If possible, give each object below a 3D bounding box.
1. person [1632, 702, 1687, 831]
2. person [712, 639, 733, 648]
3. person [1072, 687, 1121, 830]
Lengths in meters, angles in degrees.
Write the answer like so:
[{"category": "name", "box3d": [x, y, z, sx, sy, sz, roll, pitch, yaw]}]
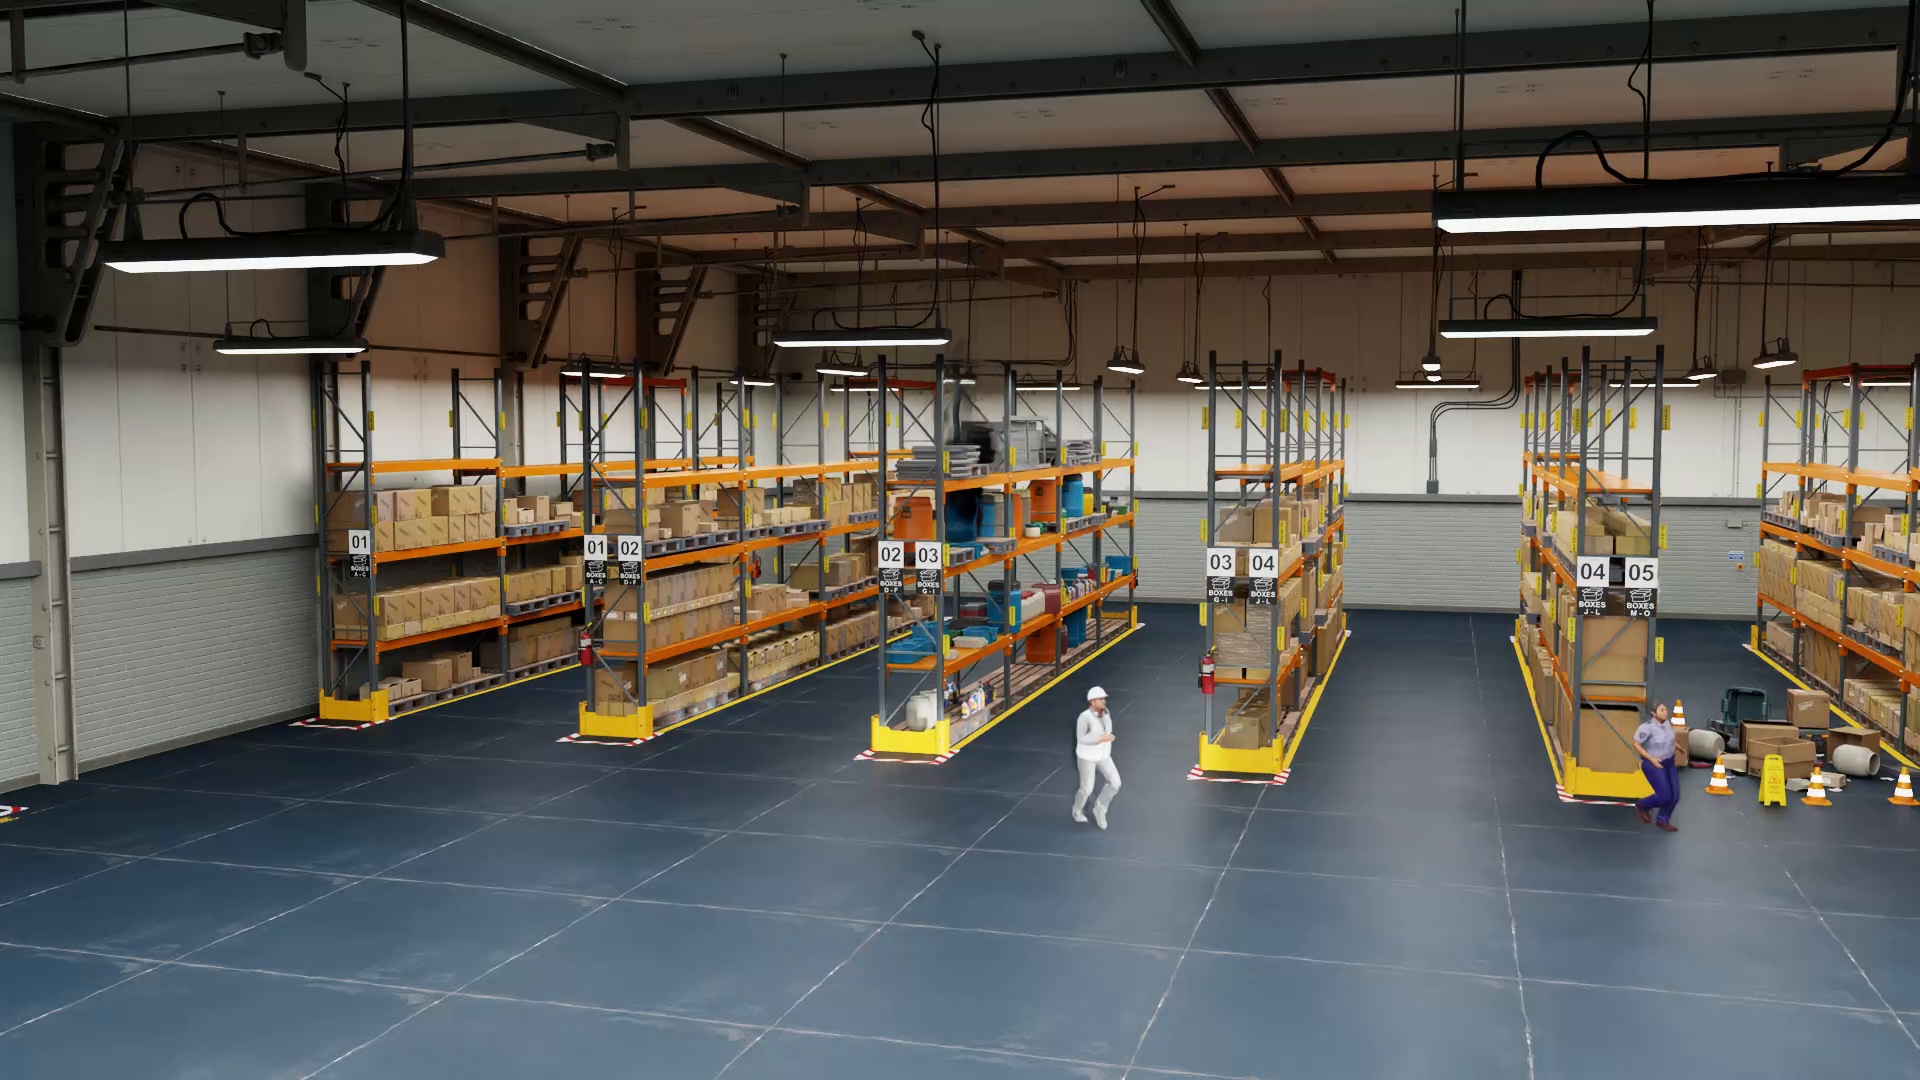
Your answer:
[{"category": "person", "box3d": [8.533, 2.763, 20.330, 0.626, 1.594, 0.592, -2, 5, -31]}, {"category": "person", "box3d": [-5.038, 1.607, 34.643, 0.680, 1.796, 0.903, 1, 4, 17]}, {"category": "person", "box3d": [1.658, 2.662, 20.386, 0.682, 1.763, 0.807, -3, 5, -38]}]
